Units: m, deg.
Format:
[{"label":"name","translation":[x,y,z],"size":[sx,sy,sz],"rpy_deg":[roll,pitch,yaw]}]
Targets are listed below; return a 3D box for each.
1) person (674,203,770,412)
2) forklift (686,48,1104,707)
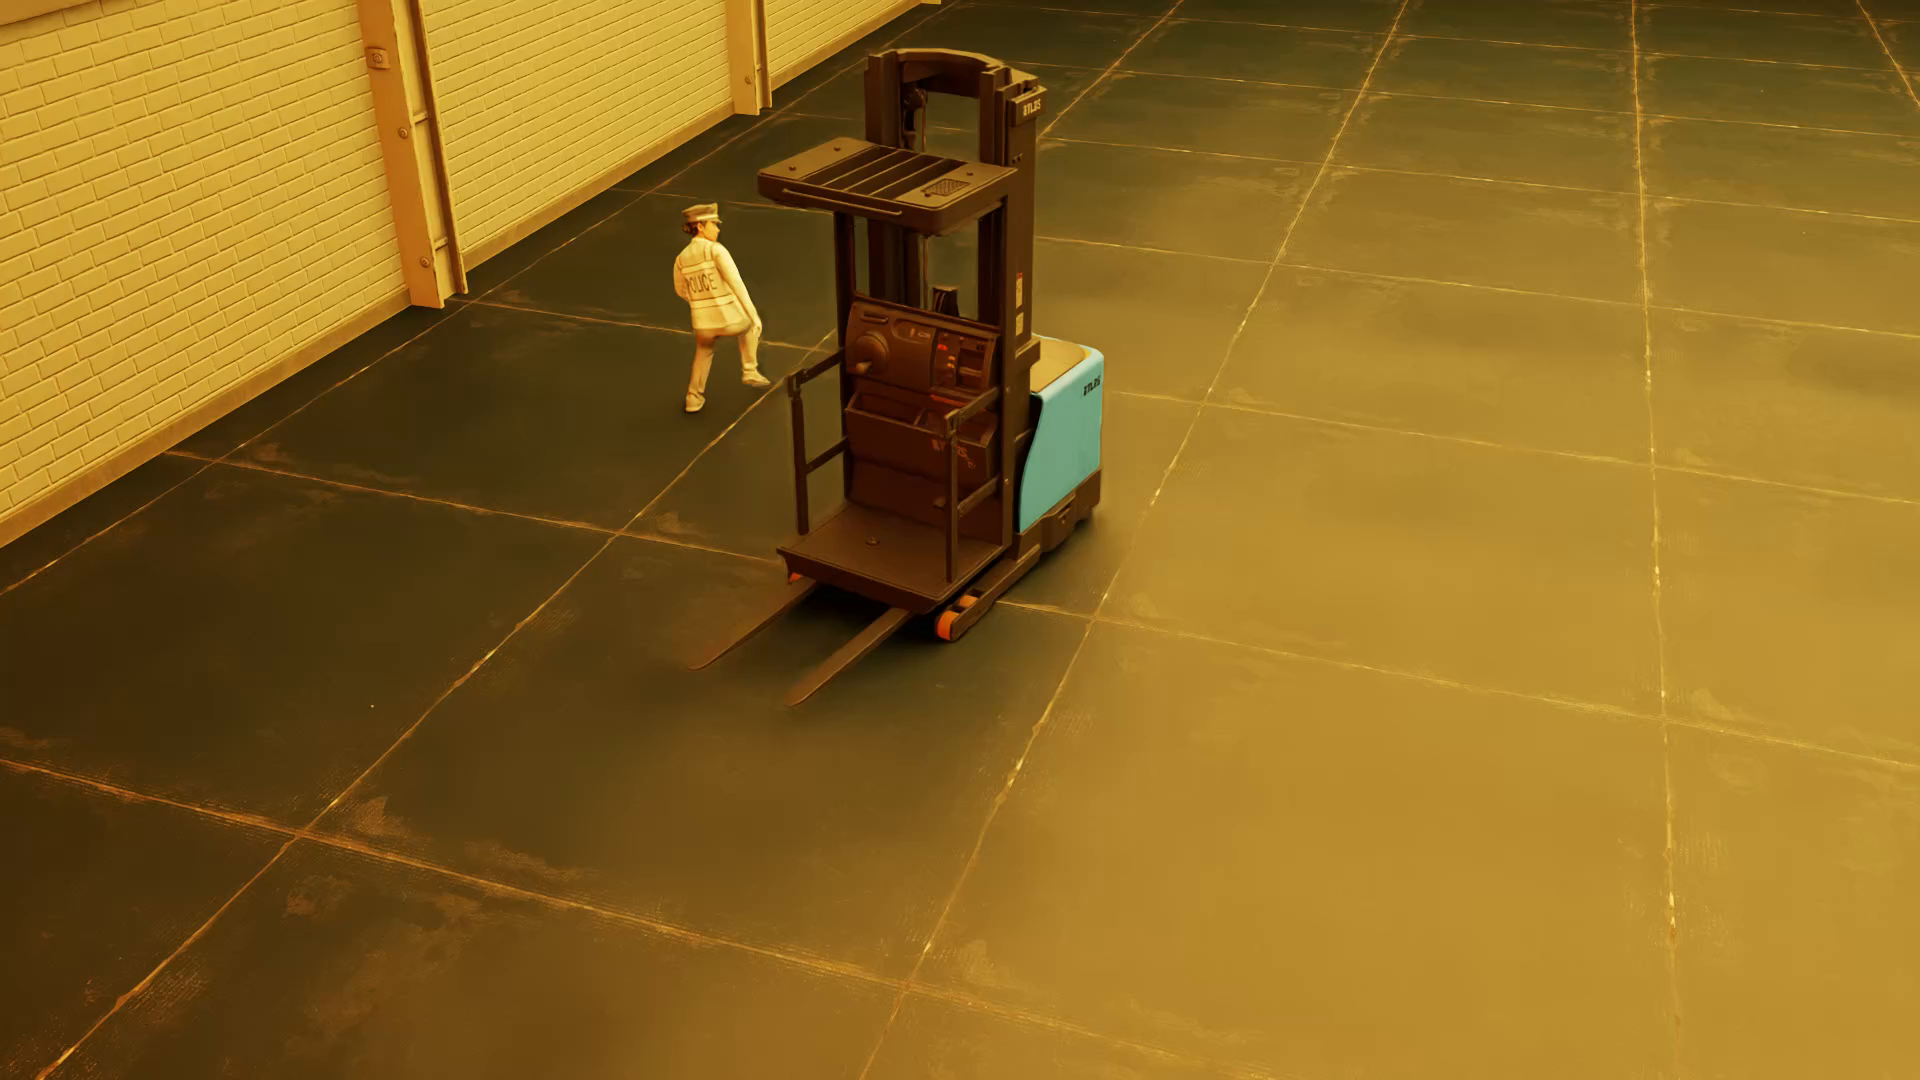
[{"label":"person","translation":[-1.629,-1.598,11.462],"size":[0.714,1.468,0.659],"rpy_deg":[6,30,10]},{"label":"forklift","translation":[-0.328,-0.981,8.858],"size":[1.130,2.935,3.031],"rpy_deg":[17,34,27]}]
